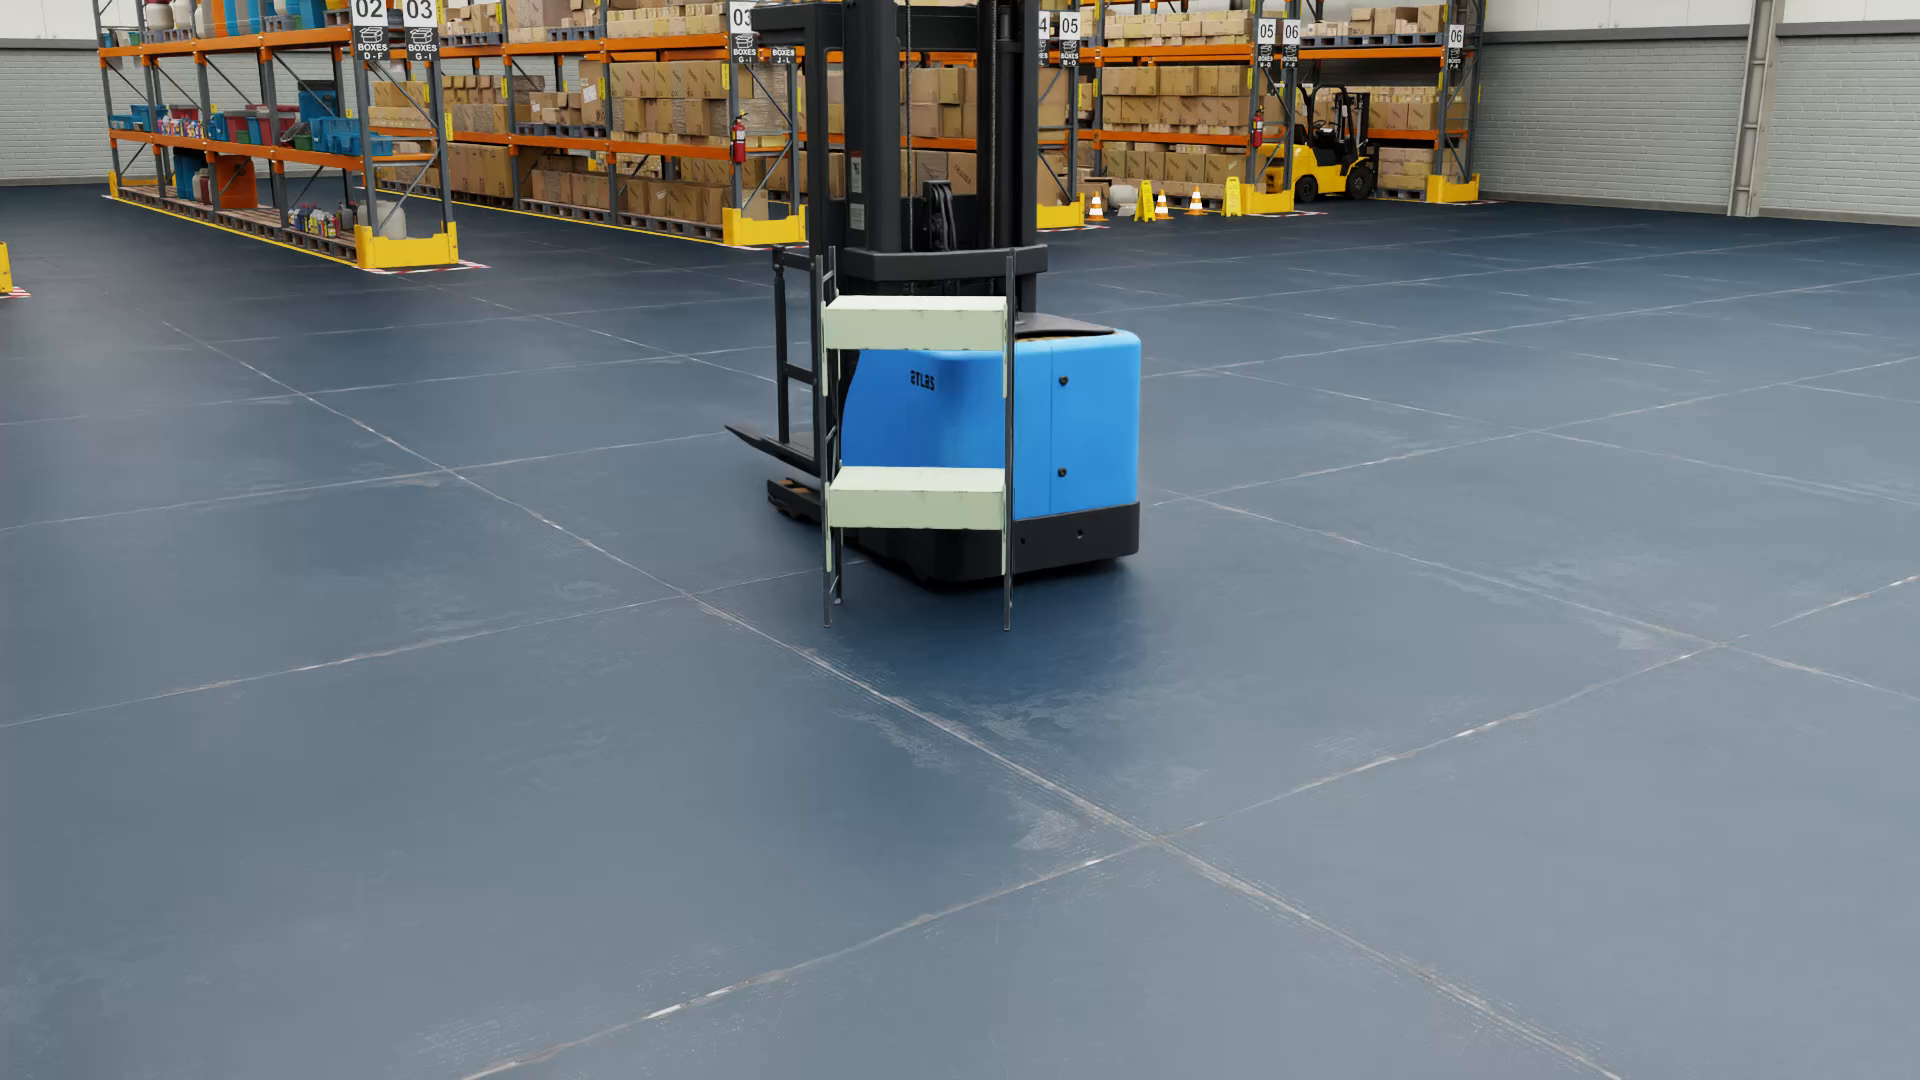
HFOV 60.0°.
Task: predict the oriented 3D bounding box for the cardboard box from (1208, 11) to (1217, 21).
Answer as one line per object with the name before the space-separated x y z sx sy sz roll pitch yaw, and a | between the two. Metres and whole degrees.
cardboard box | 4.501 -9.039 28.702 0.380 0.149 0.250 -11 19 -34

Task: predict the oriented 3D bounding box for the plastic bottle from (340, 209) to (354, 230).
plastic bottle | -8.423 -4.411 22.836 0.152 0.276 0.135 -11 19 -35

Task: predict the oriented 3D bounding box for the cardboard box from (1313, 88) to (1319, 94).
cardboard box | 7.324 -9.048 33.472 0.380 0.149 0.250 -11 19 -36

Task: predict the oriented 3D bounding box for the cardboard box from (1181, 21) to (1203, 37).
cardboard box | 4.209 -8.930 29.061 0.500 0.250 0.500 -10 18 -33

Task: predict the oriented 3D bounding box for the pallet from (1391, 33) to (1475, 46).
pallet | 8.950 -9.458 31.435 1.003 0.211 1.213 -11 19 -35

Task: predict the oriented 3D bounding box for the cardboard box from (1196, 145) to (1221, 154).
cardboard box | 4.380 -6.877 29.283 0.380 0.149 0.250 -10 18 -33

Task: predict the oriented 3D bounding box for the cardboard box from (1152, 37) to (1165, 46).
cardboard box | 3.652 -8.914 29.755 0.380 0.149 0.250 -11 19 -36

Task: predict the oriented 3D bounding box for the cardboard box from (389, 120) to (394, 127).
cardboard box | -11.392 -8.483 33.865 0.380 0.149 0.250 -11 19 -35

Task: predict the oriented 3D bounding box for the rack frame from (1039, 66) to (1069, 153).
rack frame | 2.289 -10.461 40.615 1.000 3.000 0.127 -11 19 -35

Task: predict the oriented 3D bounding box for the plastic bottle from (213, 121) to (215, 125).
plastic bottle | -12.616 -6.999 28.211 0.097 0.271 0.097 0 15 0

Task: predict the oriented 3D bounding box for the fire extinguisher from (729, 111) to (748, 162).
fire extinguisher | -2.990 -5.456 22.474 0.296 0.674 0.183 -11 19 -35

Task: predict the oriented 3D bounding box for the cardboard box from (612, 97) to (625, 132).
cardboard box | -4.821 -6.529 25.497 0.875 0.500 0.500 -11 19 -35

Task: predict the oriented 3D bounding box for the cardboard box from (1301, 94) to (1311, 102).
cardboard box | 7.121 -8.950 33.676 0.380 0.149 0.250 -10 18 -33

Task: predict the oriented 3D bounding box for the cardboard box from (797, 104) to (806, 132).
cardboard box | -2.673 -7.740 30.485 0.500 0.500 0.500 -11 19 -35

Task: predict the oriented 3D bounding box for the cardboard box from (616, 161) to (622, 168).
cardboard box | -7.526 -8.396 37.111 0.380 0.149 0.250 -10 18 -33

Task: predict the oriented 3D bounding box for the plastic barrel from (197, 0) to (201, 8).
plastic barrel | -11.726 -8.507 26.184 0.600 0.830 0.708 -11 19 -35

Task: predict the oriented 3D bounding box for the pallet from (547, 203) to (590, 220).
pallet | -6.216 -5.525 27.863 1.003 0.211 1.213 -11 19 -35

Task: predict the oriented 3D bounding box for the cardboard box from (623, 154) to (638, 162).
cardboard box | -7.197 -8.426 36.657 0.380 0.149 0.250 -11 19 -34

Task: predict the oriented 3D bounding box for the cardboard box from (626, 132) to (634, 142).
cardboard box | -4.847 -6.125 25.249 0.380 0.149 0.250 -11 19 -35

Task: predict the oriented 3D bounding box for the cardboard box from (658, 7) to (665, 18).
cardboard box | -4.118 -7.570 23.901 0.380 0.149 0.250 -10 18 -33

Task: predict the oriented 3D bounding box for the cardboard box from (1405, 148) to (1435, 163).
cardboard box | 8.822 -7.307 31.611 0.500 0.250 0.500 -10 18 -33

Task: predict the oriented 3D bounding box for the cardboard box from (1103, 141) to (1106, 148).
cardboard box | 3.389 -9.270 38.975 0.380 0.149 0.250 -12 19 -37

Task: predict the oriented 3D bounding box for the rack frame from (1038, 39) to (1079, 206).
rack frame | 1.387 -6.337 25.549 1.000 3.000 0.127 -11 19 -35

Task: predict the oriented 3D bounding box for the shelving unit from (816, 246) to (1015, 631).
shelving unit | -0.165 -0.412 6.741 0.755 1.500 0.431 1 15 3

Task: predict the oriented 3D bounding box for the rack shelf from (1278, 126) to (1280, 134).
rack shelf | 5.817 -8.833 36.029 1.077 0.370 4.000 -11 19 -35

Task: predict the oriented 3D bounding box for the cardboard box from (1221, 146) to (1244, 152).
cardboard box | 5.783 -8.247 36.227 0.875 0.625 0.625 -12 19 -37

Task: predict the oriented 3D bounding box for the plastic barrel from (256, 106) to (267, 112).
plastic barrel | -10.617 -6.396 25.551 0.421 0.512 0.421 0 15 0

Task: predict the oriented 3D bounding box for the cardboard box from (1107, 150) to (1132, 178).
cardboard box | 3.109 -7.052 31.151 0.500 0.500 0.500 -10 18 -32

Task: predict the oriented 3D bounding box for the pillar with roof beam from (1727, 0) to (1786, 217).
pillar with roof beam | 9.710 -9.131 24.393 9.100 9.000 0.400 -11 19 -35

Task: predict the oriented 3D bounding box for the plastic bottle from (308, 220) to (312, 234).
plastic bottle | -8.645 -4.196 22.192 0.097 0.201 0.097 0 15 0

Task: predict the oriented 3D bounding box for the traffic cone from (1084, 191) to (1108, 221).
traffic cone | 2.224 -5.448 27.103 0.336 0.463 0.334 -11 19 -35

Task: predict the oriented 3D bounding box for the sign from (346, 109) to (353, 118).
sign | -8.591 -5.891 23.393 0.100 0.325 0.005 -11 19 -35

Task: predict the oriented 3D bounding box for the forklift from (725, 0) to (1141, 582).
forklift | -0.341 -1.569 8.255 1.130 2.935 3.031 -8 17 -28

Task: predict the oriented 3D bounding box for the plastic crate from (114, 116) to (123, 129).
plastic crate | -15.832 -7.941 31.610 0.416 0.233 0.300 -11 19 -35

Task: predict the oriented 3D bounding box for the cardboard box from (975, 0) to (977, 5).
cardboard box | 0.580 -8.274 25.679 0.500 0.250 0.500 -11 19 -34

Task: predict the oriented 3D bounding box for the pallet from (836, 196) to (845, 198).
pallet | -1.479 -6.000 29.597 1.003 0.211 1.213 -11 19 -35

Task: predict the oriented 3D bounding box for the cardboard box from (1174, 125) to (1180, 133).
cardboard box | 4.056 -7.382 29.842 0.380 0.149 0.250 -11 19 -35

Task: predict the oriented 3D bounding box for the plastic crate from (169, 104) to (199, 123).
plastic crate | -14.068 -7.672 30.191 0.402 0.464 0.583 -11 19 -35

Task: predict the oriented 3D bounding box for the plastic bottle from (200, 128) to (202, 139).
plastic bottle | -12.030 -6.480 26.448 0.097 0.201 0.097 0 15 0

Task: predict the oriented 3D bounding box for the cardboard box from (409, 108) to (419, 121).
cardboard box | -10.518 -8.386 32.756 0.500 0.250 0.500 -10 18 -33

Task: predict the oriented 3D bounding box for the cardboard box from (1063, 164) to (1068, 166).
cardboard box | 1.834 -7.329 33.355 0.950 0.372 0.625 -10 18 -33

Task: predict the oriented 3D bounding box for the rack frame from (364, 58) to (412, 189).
rack frame | -12.092 -9.006 35.298 1.000 3.000 0.127 -11 19 -35

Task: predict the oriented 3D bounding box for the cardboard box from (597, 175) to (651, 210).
cardboard box | -5.380 -5.584 26.699 0.700 0.500 0.500 -13 20 -39

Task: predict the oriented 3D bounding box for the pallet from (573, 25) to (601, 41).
pallet | -5.313 -7.948 26.106 1.213 0.211 1.003 -11 19 -35

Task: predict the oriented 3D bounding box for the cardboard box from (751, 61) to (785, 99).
cardboard box | -2.787 -6.423 23.214 0.500 0.500 0.500 -11 19 -35

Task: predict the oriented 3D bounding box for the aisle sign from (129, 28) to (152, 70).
aisle sign | -15.903 -9.552 32.368 0.394 0.787 0.004 -11 19 -35

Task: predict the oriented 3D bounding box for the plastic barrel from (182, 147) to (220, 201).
plastic barrel | -13.024 -6.303 28.603 0.600 0.901 0.708 -11 19 -35

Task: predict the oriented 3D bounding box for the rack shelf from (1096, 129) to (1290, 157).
rack shelf | 4.156 -7.207 30.090 1.077 0.370 4.000 -11 19 -35

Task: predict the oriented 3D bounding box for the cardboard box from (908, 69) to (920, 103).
cardboard box | -0.358 -7.601 27.837 0.875 0.550 0.550 -11 19 -35

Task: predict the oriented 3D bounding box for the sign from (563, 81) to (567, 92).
sign | -6.954 -7.904 29.229 0.100 0.325 0.005 -11 19 -35

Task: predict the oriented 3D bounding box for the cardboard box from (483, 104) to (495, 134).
cardboard box | -8.167 -7.520 29.680 0.500 0.500 0.500 -11 19 -35

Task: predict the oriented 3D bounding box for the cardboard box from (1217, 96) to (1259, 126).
cardboard box | 4.790 -7.392 28.650 0.500 0.500 0.500 -11 19 -36

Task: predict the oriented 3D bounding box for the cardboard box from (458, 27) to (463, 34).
cardboard box | -8.986 -9.338 30.512 0.380 0.149 0.250 -12 19 -37

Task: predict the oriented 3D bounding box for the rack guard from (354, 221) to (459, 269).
rack guard | -6.773 -3.624 20.369 1.175 0.500 0.348 -11 19 -35

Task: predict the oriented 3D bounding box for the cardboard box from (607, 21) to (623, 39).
cardboard box | -4.979 -7.682 25.063 0.500 0.250 0.500 -12 19 -37

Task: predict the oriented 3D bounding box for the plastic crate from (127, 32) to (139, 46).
plastic crate | -14.540 -8.894 29.524 0.416 0.233 0.300 -11 19 -35
